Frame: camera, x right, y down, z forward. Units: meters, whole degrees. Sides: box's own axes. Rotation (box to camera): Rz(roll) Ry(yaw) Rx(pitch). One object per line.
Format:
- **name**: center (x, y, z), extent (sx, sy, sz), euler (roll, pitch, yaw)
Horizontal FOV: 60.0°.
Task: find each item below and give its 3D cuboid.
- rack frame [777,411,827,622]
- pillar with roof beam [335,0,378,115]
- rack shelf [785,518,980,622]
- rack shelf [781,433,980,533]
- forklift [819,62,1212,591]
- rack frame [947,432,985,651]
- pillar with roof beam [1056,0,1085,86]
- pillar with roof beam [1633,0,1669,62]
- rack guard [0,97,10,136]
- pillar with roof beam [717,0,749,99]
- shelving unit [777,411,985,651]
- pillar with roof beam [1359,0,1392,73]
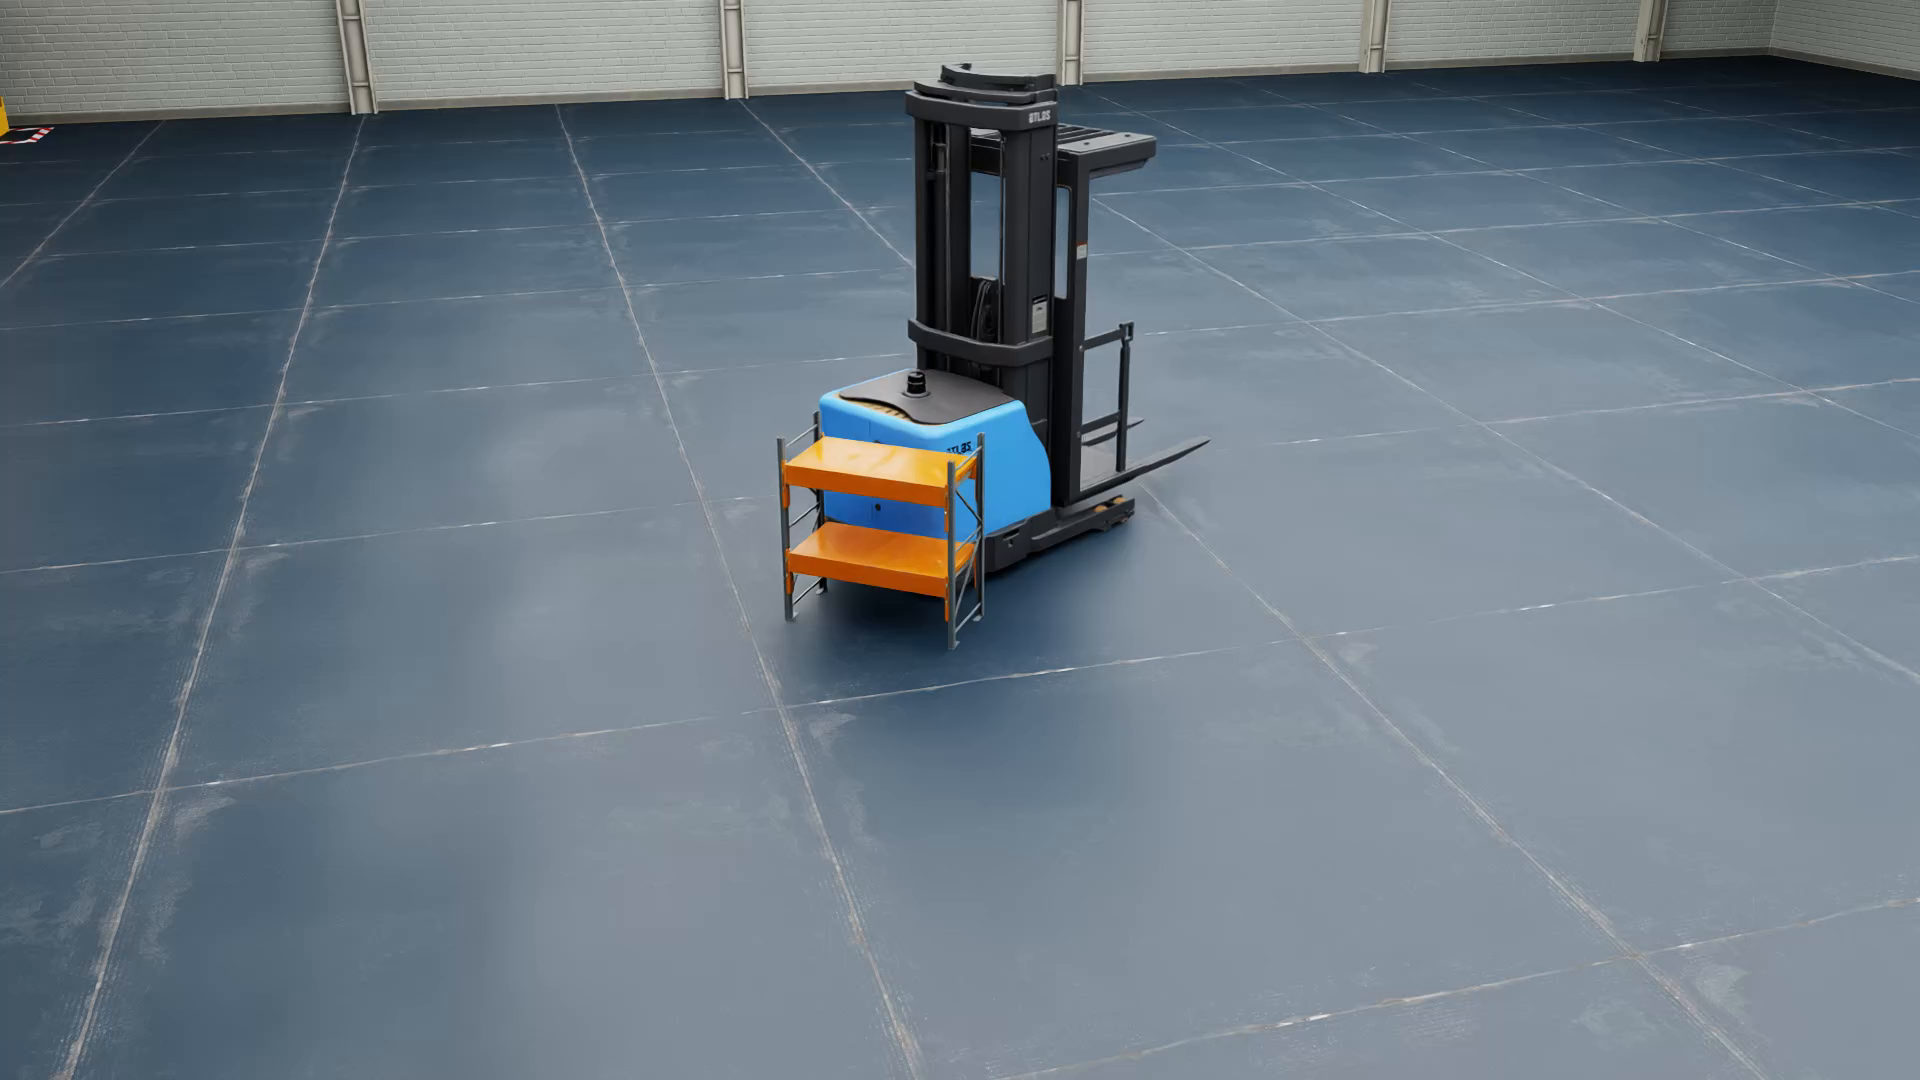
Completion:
- **rack frame**: center (-0.911, -0.138, 9.644), extent (0.032, 1.125, 0.500), euler (9, 25, 20)
- **pillar with roof beam**: center (-8.432, -9.394, 21.232), extent (0.400, 9.000, 9.100), euler (-6, 24, -14)
- **rack shelf**: center (-0.437, 0.160, 9.570), extent (1.000, 0.278, 0.538), euler (9, 25, 20)
- **rack shelf**: center (-0.437, -0.333, 9.358), extent (1.000, 0.278, 0.538), euler (9, 25, 20)
- **forklift**: center (0.512, -1.530, 10.599), extent (1.130, 2.935, 3.031), euler (21, 31, 39)
- **rack frame**: center (0.036, 0.009, 9.303), extent (0.032, 1.125, 0.500), euler (9, 25, 20)
- **pillar with roof beam**: center (3.122, -10.673, 24.211), extent (0.400, 9.000, 9.100), euler (-6, 24, -14)
- **pillar with roof beam**: center (14.676, -11.951, 27.190), extent (0.400, 9.000, 9.100), euler (-6, 24, -14)
- **rack guard**: center (-14.435, -6.219, 24.609), extent (0.348, 0.500, 1.175), euler (-6, 24, -14)
- **pillar with roof beam**: center (-2.655, -10.034, 22.722), extent (0.400, 9.000, 9.100), euler (-6, 24, -14)
- **shelving unit**: center (-0.437, -0.065, 9.474), extent (1.048, 1.125, 0.538), euler (9, 25, 20)
- **pillar with roof beam**: center (8.899, -11.312, 25.700), extent (0.400, 9.000, 9.100), euler (-6, 24, -14)
